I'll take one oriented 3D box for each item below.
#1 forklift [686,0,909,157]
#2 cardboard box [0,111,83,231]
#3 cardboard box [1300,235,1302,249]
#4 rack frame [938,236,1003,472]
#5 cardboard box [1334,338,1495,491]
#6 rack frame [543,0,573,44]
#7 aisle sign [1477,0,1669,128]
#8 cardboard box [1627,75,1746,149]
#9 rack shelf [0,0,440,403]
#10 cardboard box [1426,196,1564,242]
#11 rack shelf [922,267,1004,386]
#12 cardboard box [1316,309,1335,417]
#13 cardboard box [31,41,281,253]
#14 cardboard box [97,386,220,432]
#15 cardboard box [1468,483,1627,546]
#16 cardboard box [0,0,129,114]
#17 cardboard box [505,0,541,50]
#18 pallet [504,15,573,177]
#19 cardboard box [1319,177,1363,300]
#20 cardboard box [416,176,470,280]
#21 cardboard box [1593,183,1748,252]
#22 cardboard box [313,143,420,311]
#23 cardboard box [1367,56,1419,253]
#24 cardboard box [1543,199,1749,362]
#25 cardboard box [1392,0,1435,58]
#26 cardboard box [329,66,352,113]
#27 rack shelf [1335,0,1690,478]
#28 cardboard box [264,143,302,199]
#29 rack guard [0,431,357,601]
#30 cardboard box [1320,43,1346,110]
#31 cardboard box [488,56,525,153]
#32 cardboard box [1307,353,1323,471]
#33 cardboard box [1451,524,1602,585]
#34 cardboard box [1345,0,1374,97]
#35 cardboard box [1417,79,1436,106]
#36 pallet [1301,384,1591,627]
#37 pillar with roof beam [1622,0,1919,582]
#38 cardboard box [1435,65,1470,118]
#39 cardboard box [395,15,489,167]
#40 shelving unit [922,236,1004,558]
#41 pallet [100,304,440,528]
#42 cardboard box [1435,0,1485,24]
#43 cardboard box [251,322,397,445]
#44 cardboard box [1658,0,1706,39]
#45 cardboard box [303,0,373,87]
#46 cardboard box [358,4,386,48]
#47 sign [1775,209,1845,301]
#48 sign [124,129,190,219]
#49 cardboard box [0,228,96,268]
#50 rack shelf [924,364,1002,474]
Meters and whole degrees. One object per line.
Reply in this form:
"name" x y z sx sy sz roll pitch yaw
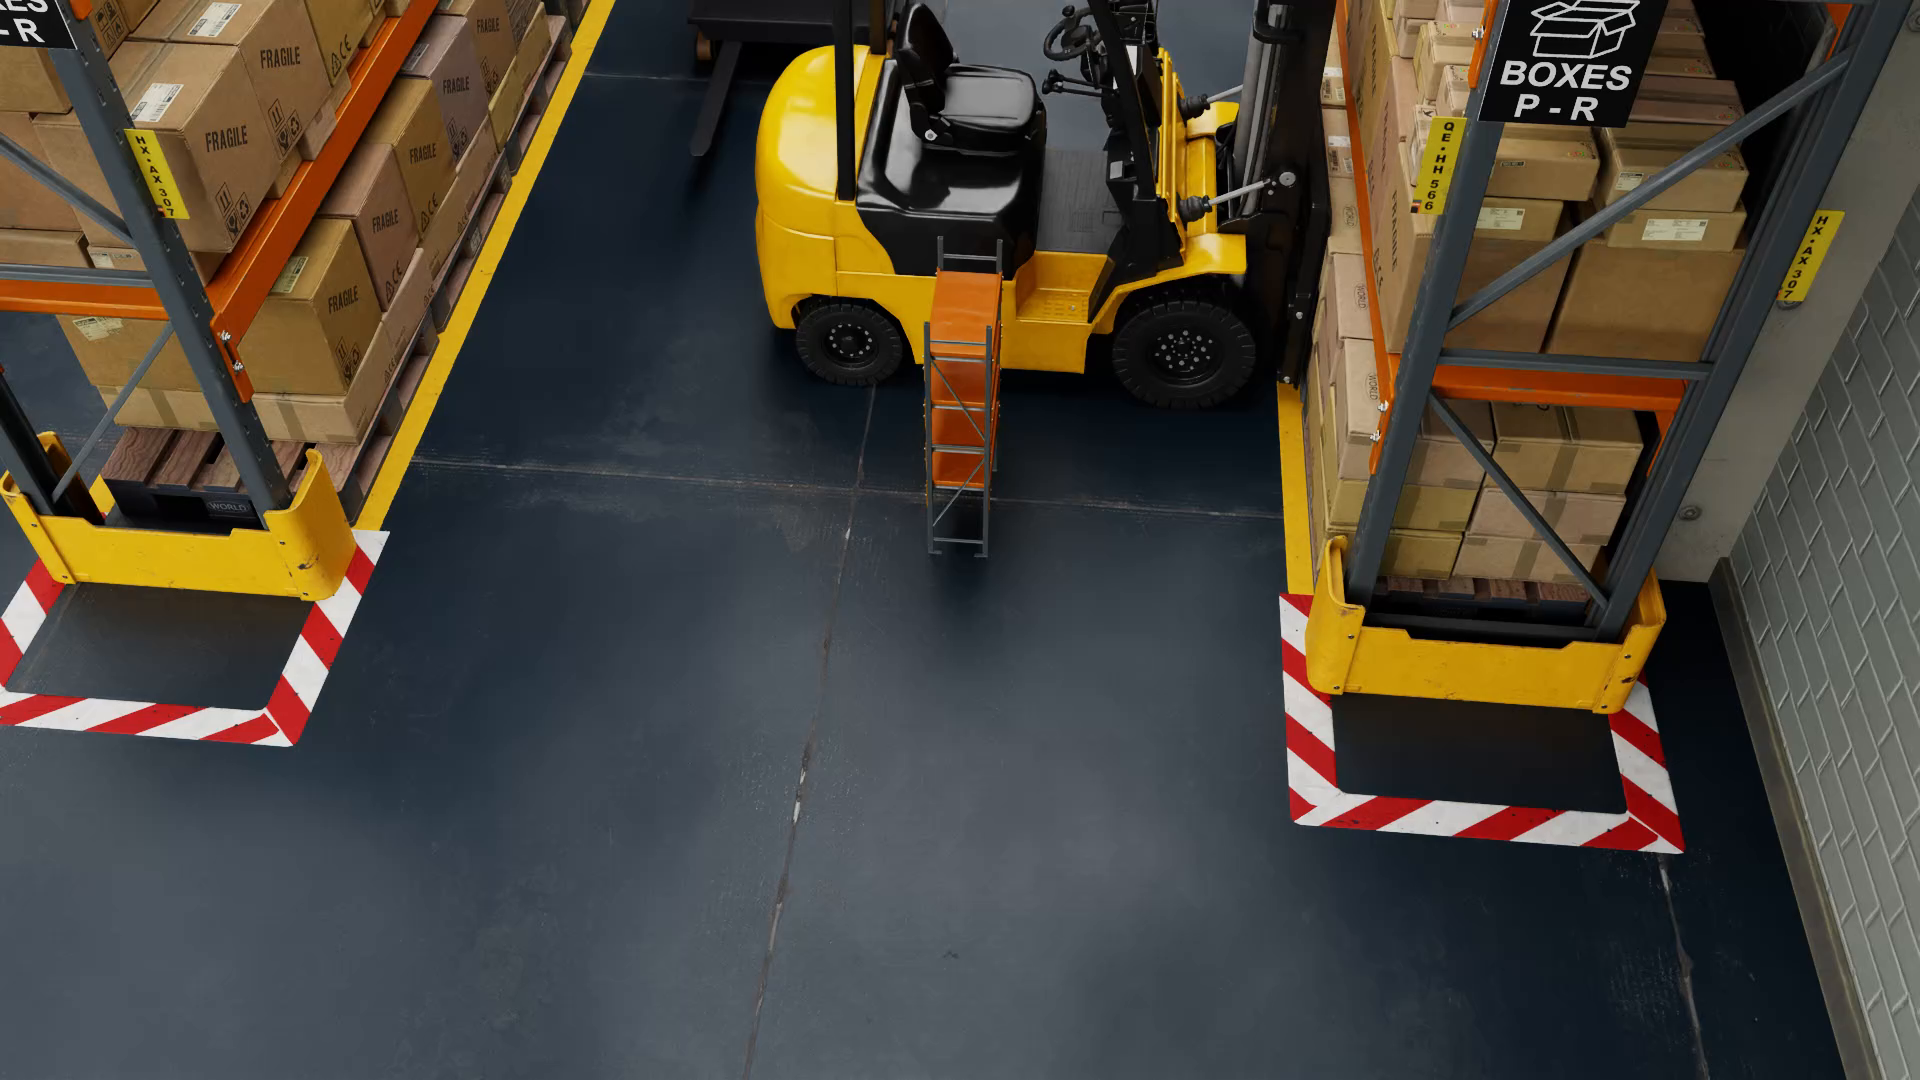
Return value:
"forklift" -0.870 -3.824 8.261 1.130 2.935 3.031 3 48 3
"cardboard box" -3.262 -1.430 5.756 0.500 0.500 0.500 3 48 3
"cardboard box" 1.768 -1.243 7.433 0.500 0.250 0.500 5 48 5
"rack frame" 0.037 -0.706 6.583 0.240 1.200 0.015 4 48 4
"cardboard box" 1.637 -0.458 6.037 0.500 0.250 0.500 5 48 5
"rack frame" -2.673 -3.818 8.209 1.000 3.000 0.127 4 48 4
"aisle sign" 1.607 -1.396 4.233 0.394 0.787 0.004 4 48 4
"cardboard box" 2.236 -1.324 5.220 0.380 0.149 0.250 5 48 5
"rack shelf" -2.855 -2.106 7.131 1.077 0.370 4.000 4 48 4
"cardboard box" 1.658 -1.074 5.192 0.380 0.149 0.250 5 48 4
"rack shelf" 0.015 -0.792 6.129 0.258 0.148 0.480 4 48 4
"cardboard box" 1.695 -0.677 6.576 0.500 0.250 0.500 3 48 3
"cardboard box" -2.718 -1.342 5.676 0.500 0.500 0.500 3 48 3
"cardboard box" -3.230 -0.722 6.957 0.500 0.250 0.500 4 48 3
"cardboard box" 2.156 -0.262 6.197 0.500 0.250 0.500 5 48 4
"cardboard box" -3.208 -1.740 5.362 0.700 0.500 0.500 3 48 3
"cardboard box" -2.460 -2.832 8.378 0.500 0.500 0.500 3 48 3
"pallet" -2.699 -2.381 8.785 1.003 0.211 1.213 4 48 4
"cardboard box" 1.714 -1.205 6.721 0.500 0.250 0.500 4 48 4
"cardboard box" -2.597 -1.443 7.616 0.500 0.250 0.500 7 48 6
"cardboard box" 2.195 -1.032 5.154 0.380 0.149 0.250 3 48 3
"cardboard box" -2.644 -1.322 6.997 0.500 0.500 0.500 2 48 2
"cardboard box" 1.746 -1.341 5.876 0.500 0.500 0.500 5 48 5
"cardboard box" 2.228 -0.927 5.497 0.500 0.500 0.500 5 48 5
"cardboard box" 1.748 -1.831 5.885 0.380 0.149 0.250 2 48 2
"cardboard box" -2.628 -1.781 6.517 0.380 0.149 0.250 5 48 5
"rack shelf" 2.088 -1.775 6.828 1.077 0.370 4.000 4 48 4
"cardboard box" -2.687 -1.406 6.173 0.380 0.149 0.250 2 48 2
"rack guard" -3.031 -0.091 6.494 1.175 0.500 0.348 4 48 4
"cardboard box" 1.823 -1.962 7.413 0.500 0.250 0.500 5 48 5
"cardboard box" -2.498 -2.187 8.297 0.500 0.250 0.500 3 48 2
"cardboard box" 1.689 -0.493 6.747 0.500 0.250 0.500 4 48 4
"cardboard box" 2.145 -0.109 6.396 0.500 0.250 0.500 4 48 4
"cardboard box" 1.827 -2.088 6.559 0.500 0.500 0.500 4 48 4
"cardboard box" 1.737 -1.450 5.536 0.380 0.149 0.250 5 48 4
"pallet" 1.934 -0.171 6.764 1.003 0.211 1.213 4 48 4
"pillar with roof beam" -1.420 -3.313 3.682 9.100 9.000 0.400 4 48 4
"cardboard box" 1.720 -1.361 5.253 0.380 0.149 0.250 4 48 4
"cardboard box" -2.550 -2.083 7.693 0.500 0.500 0.500 6 48 6
"shelving unit" 0.015 -0.527 6.419 0.258 1.200 0.503 4 48 4
"pallet" -2.921 -0.588 7.145 1.003 0.211 1.213 4 48 4
"cardboard box" 1.814 -1.733 5.594 0.380 0.149 0.250 4 48 4
"cardboard box" -2.689 -0.667 6.906 0.500 0.250 0.500 4 48 3
"cardboard box" 2.254 -1.699 5.562 0.380 0.149 0.250 4 48 4
"cardboard box" -2.629 -2.098 6.366 0.500 0.500 0.500 3 48 3
"cardboard box" -2.610 -2.171 6.873 0.380 0.149 0.250 3 48 2
"sign" 2.458 -0.825 4.831 0.100 0.325 0.005 4 48 4
"sign" -2.497 -1.135 5.168 0.100 0.325 0.005 4 48 4
"cardboard box" -3.216 -1.083 5.878 0.380 0.149 0.250 5 48 5
"rack shelf" 0.015 -0.481 6.468 0.258 0.148 0.480 4 48 4
